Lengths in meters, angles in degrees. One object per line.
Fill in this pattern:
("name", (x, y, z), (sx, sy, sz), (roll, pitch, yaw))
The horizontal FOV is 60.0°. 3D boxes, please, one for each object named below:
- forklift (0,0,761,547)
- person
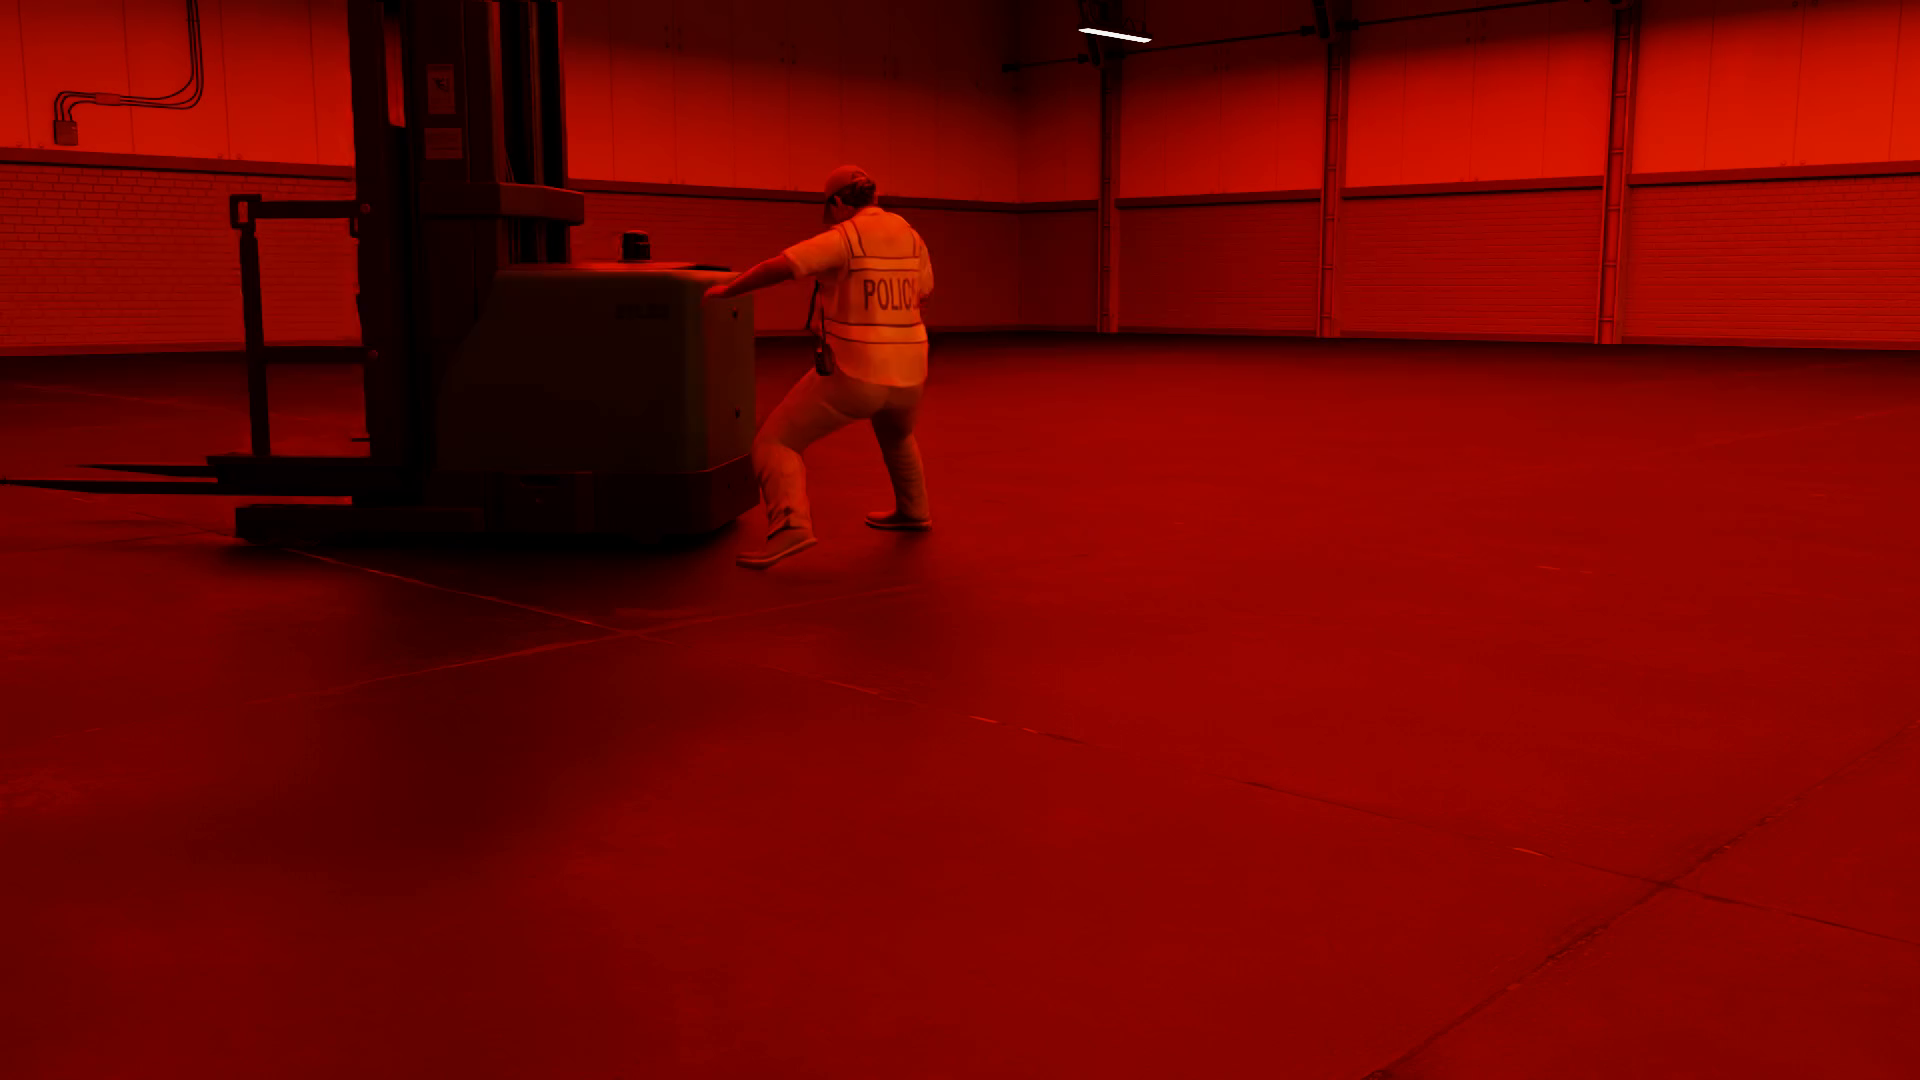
("forklift", (-2.425, -1.497, 6.818), (3.031, 2.935, 1.130), (1, 9, 6))
("person", (-0.487, -0.691, 6.381), (1.279, 1.461, 0.798), (-8, 12, -43))
